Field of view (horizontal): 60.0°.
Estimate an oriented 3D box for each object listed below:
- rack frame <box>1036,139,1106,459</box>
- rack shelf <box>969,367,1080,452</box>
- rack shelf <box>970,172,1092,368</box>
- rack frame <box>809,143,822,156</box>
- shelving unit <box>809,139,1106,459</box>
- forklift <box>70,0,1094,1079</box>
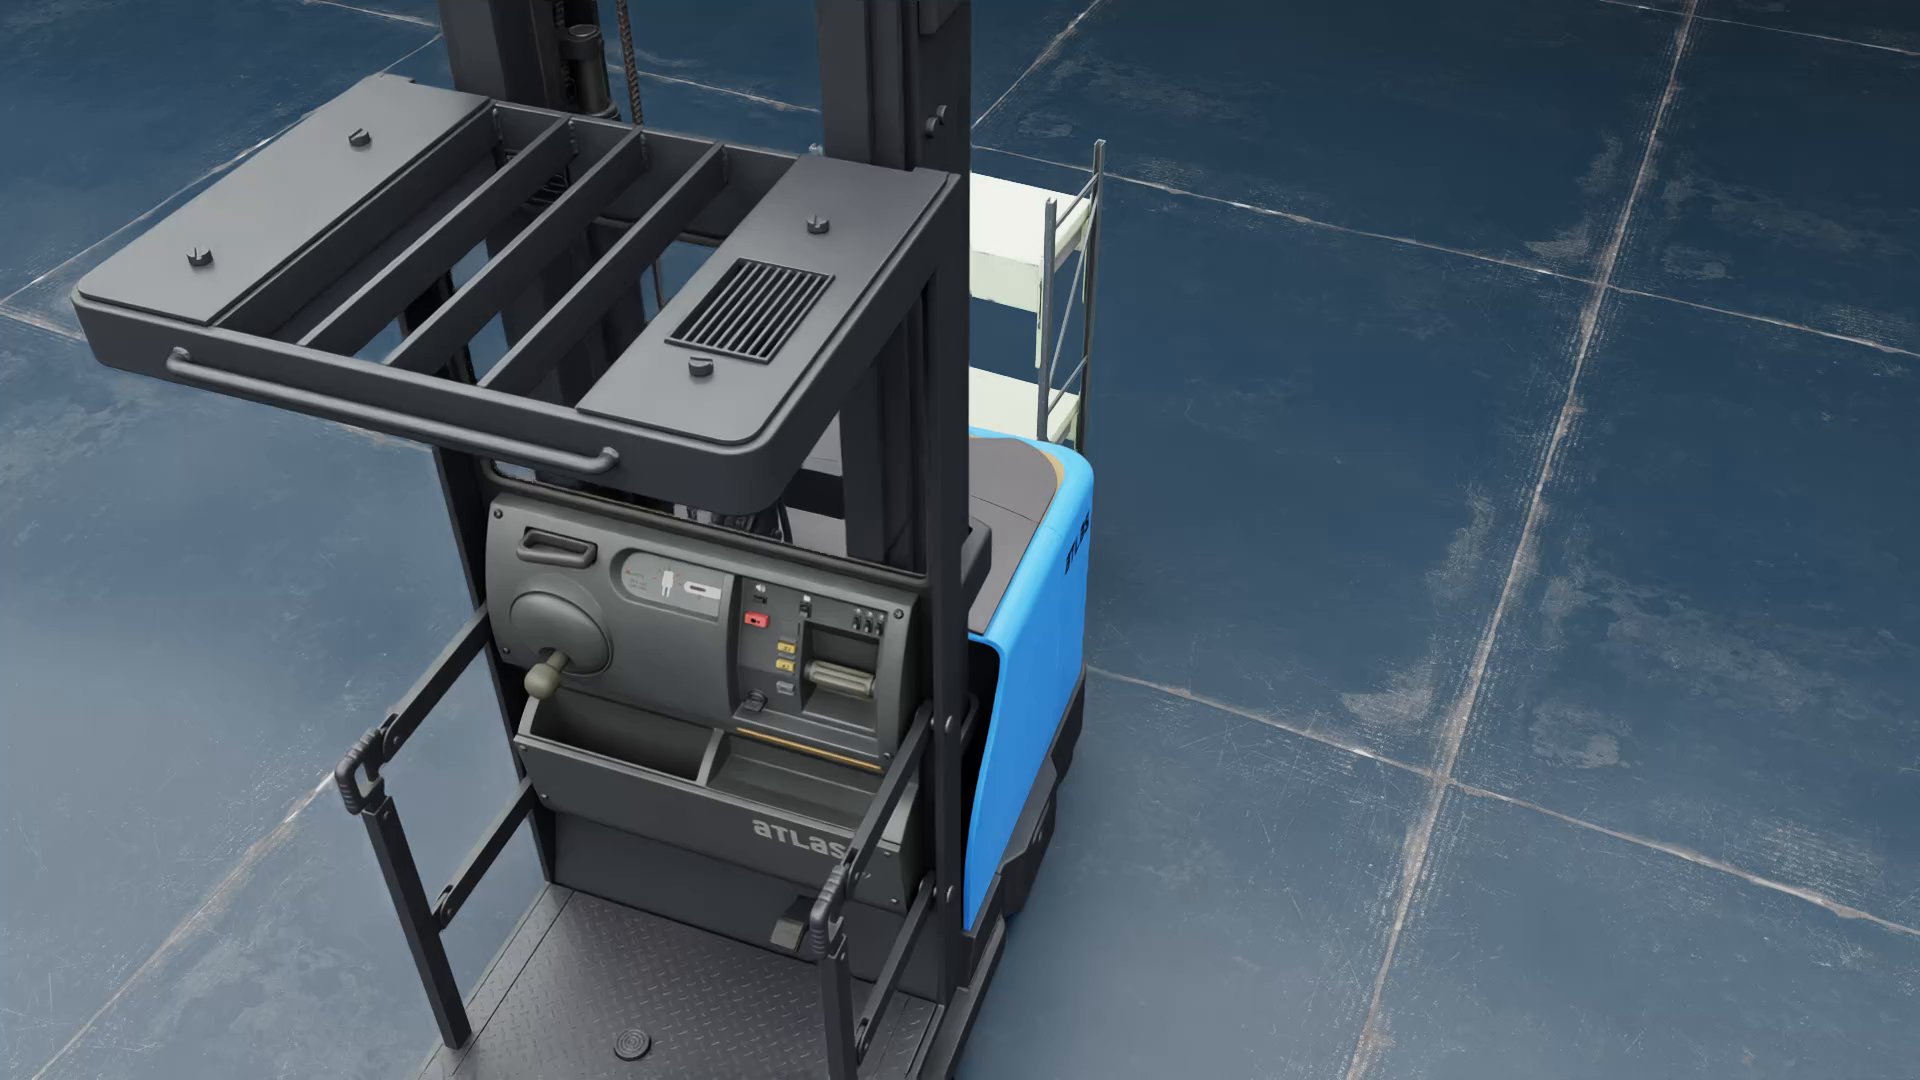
[{"bbox_3d":[0.326,-0.467,5.144,0.023,1.500,0.400,17,44,19],"label":"rack frame"},{"bbox_3d":[-0.006,-0.322,5.474,0.720,0.370,0.431,17,44,19],"label":"rack shelf"},{"bbox_3d":[-0.006,-0.863,5.005,0.720,0.370,0.431,17,44,19],"label":"rack shelf"},{"bbox_3d":[-0.338,-0.670,5.378,0.023,1.500,0.400,17,44,19],"label":"rack frame"},{"bbox_3d":[-0.006,-0.569,5.261,0.755,1.500,0.431,17,44,19],"label":"shelving unit"},{"bbox_3d":[-0.610,0.270,3.201,1.130,2.935,3.031,13,43,15],"label":"forklift"}]
